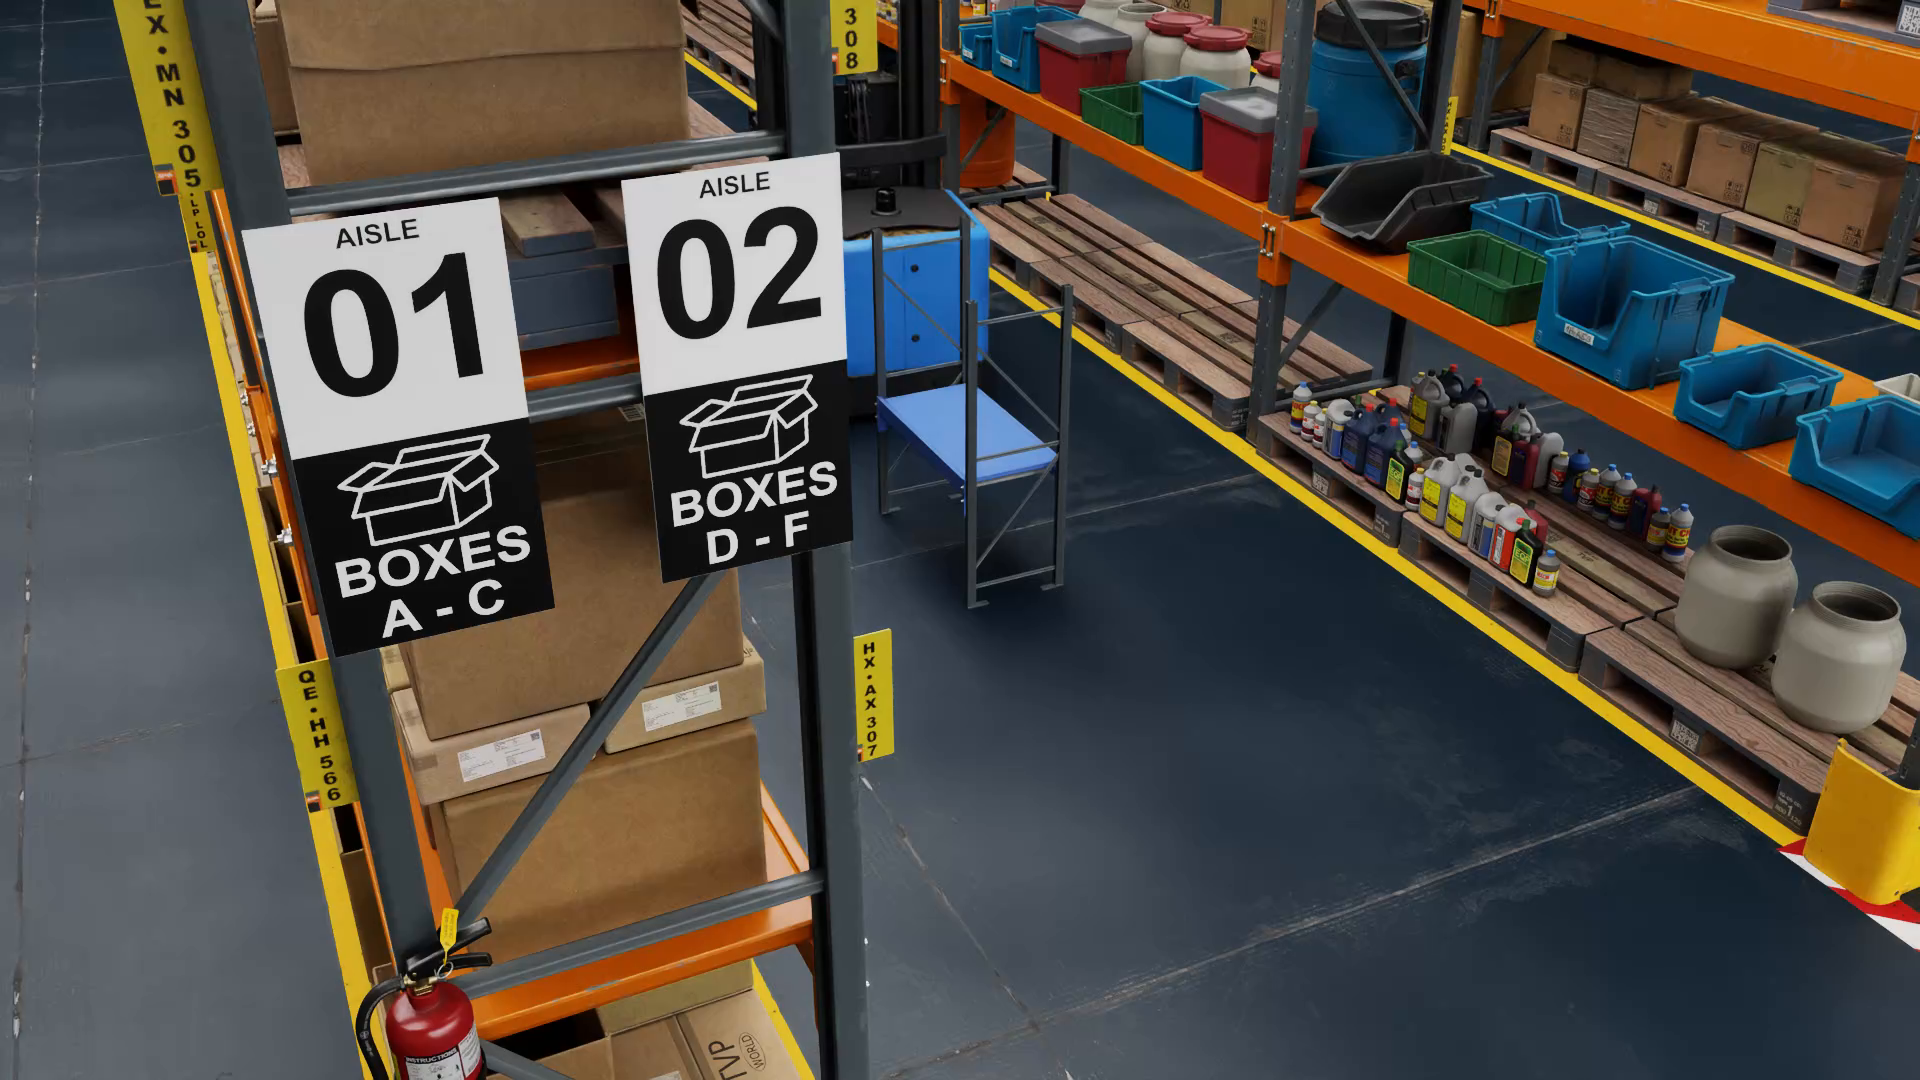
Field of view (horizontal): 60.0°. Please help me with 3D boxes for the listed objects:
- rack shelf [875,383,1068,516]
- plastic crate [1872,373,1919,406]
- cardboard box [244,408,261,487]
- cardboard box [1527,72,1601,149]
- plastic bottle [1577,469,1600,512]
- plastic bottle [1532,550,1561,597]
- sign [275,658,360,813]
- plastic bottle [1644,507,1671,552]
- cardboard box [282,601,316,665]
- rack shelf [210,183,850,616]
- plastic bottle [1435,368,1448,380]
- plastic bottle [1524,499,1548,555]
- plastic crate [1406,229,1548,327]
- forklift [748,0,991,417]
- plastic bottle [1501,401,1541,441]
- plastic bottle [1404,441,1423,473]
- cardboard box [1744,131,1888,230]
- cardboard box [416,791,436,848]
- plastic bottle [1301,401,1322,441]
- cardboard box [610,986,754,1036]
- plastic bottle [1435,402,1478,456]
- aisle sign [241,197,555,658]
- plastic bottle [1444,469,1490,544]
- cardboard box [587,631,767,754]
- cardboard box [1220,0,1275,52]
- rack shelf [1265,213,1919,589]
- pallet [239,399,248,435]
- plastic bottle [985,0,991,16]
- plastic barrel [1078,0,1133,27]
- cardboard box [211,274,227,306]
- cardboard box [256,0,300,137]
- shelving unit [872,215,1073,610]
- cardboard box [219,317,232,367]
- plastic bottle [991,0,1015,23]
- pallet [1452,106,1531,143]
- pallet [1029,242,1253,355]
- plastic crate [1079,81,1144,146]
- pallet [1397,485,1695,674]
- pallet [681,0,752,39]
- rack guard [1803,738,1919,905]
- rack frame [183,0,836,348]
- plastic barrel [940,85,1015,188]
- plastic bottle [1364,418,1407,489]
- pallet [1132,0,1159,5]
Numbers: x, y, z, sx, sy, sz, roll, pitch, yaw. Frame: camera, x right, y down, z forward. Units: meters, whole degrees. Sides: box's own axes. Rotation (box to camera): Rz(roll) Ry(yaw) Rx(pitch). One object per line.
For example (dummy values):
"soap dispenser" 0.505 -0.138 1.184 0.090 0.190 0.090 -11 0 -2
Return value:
"rack shelf" 0.037 -0.460 7.904 0.538 0.185 1.000 -13 32 -22
"plastic crate" 3.685 -0.519 6.378 0.298 0.136 0.250 -13 32 -22
"cardboard box" -3.076 -0.475 7.839 0.500 0.311 0.500 -12 32 -21
"cardboard box" 5.123 -3.554 13.628 0.700 0.500 0.500 -15 33 -25
"plastic bottle" 3.049 -0.248 8.036 0.097 0.201 0.097 0 29 0
"plastic bottle" 2.594 0.139 7.347 0.097 0.201 0.097 0 29 0
"sign" -1.193 0.367 3.102 0.100 0.325 0.005 -13 32 -22
"plastic bottle" 3.237 -0.054 7.691 0.097 0.201 0.097 0 29 0
"cardboard box" -2.068 0.502 5.903 0.500 0.500 0.500 -13 32 -22
"rack shelf" -1.555 -1.010 4.654 1.077 0.370 4.000 -13 32 -22
"plastic bottle" 2.566 -0.802 8.940 0.061 0.283 0.133 -11 31 -20
"plastic bottle" 2.607 -0.037 7.576 0.061 0.283 0.133 -13 32 -22
"plastic crate" 2.389 -1.186 7.515 0.450 0.188 0.662 -13 32 -22
"forklift" -0.722 -2.663 10.003 1.130 2.935 3.031 -8 30 -14
"plastic bottle" 2.819 -0.523 8.374 0.144 0.351 0.185 -13 32 -22
"plastic bottle" 2.211 -0.355 8.157 0.097 0.271 0.097 0 29 0
"cardboard box" 6.103 -2.570 11.872 0.700 0.500 0.500 -13 32 -22
"cardboard box" -1.115 0.384 4.396 0.700 0.500 0.500 -12 32 -21
"plastic bottle" 1.846 -0.631 8.720 0.097 0.201 0.097 0 29 0
"cardboard box" -0.944 1.380 5.104 0.500 0.250 0.500 -13 32 -22
"plastic bottle" 2.558 -0.591 8.571 0.152 0.276 0.135 -13 32 -22
"aisle sign" -0.934 -0.176 2.838 0.394 0.787 0.004 -13 32 -22
"plastic bottle" 2.377 -0.177 7.758 0.144 0.351 0.185 -12 31 -20
"cardboard box" -0.671 0.323 3.842 0.380 0.149 0.250 -13 32 -22
"cardboard box" 3.393 -5.489 16.716 1.225 0.875 0.875 -13 32 -22
"rack shelf" 2.920 -0.740 7.239 1.077 0.370 4.000 -13 32 -22
"pallet" -3.293 -0.540 8.997 1.003 0.211 1.213 -13 32 -22
"plastic bottle" 0.252 -4.114 12.646 0.152 0.276 0.135 -13 32 -22
"plastic barrel" 0.979 -3.344 11.032 0.421 0.512 0.421 0 29 0
"cardboard box" -3.938 -1.371 9.437 0.500 0.311 0.500 -14 32 -23
"cardboard box" -1.429 -1.073 3.610 0.500 0.250 0.500 -13 32 -22
"shelving unit" 0.037 -0.616 7.816 0.538 1.500 1.048 -13 32 -22
"cardboard box" -3.955 -1.135 9.590 0.500 0.250 0.500 -14 32 -23
"plastic bottle" 0.313 -3.878 12.225 0.152 0.276 0.135 -13 32 -22
"pallet" 4.547 -3.892 14.976 1.003 0.211 1.213 -13 32 -22
"pallet" 1.162 -1.600 10.887 1.003 0.211 1.213 -13 32 -22
"plastic crate" 1.059 -2.555 9.957 0.450 0.188 0.662 -13 32 -22
"pallet" 2.840 0.124 7.814 1.003 0.211 1.213 -13 32 -22
"pallet" -2.771 -5.650 18.110 1.003 0.211 1.213 -13 32 -22
"rack guard" 3.703 0.896 6.141 1.175 0.500 0.348 -13 32 -22
"rack frame" -0.697 -1.749 2.168 1.000 3.000 0.127 -13 32 -22
"plastic barrel" 0.119 -3.154 12.597 0.600 0.830 0.708 -13 32 -22
"plastic bottle" 2.114 -0.447 8.239 0.144 0.351 0.185 -15 32 -24
"pallet" 2.317 -6.187 19.068 1.003 0.211 1.213 -13 32 -22
